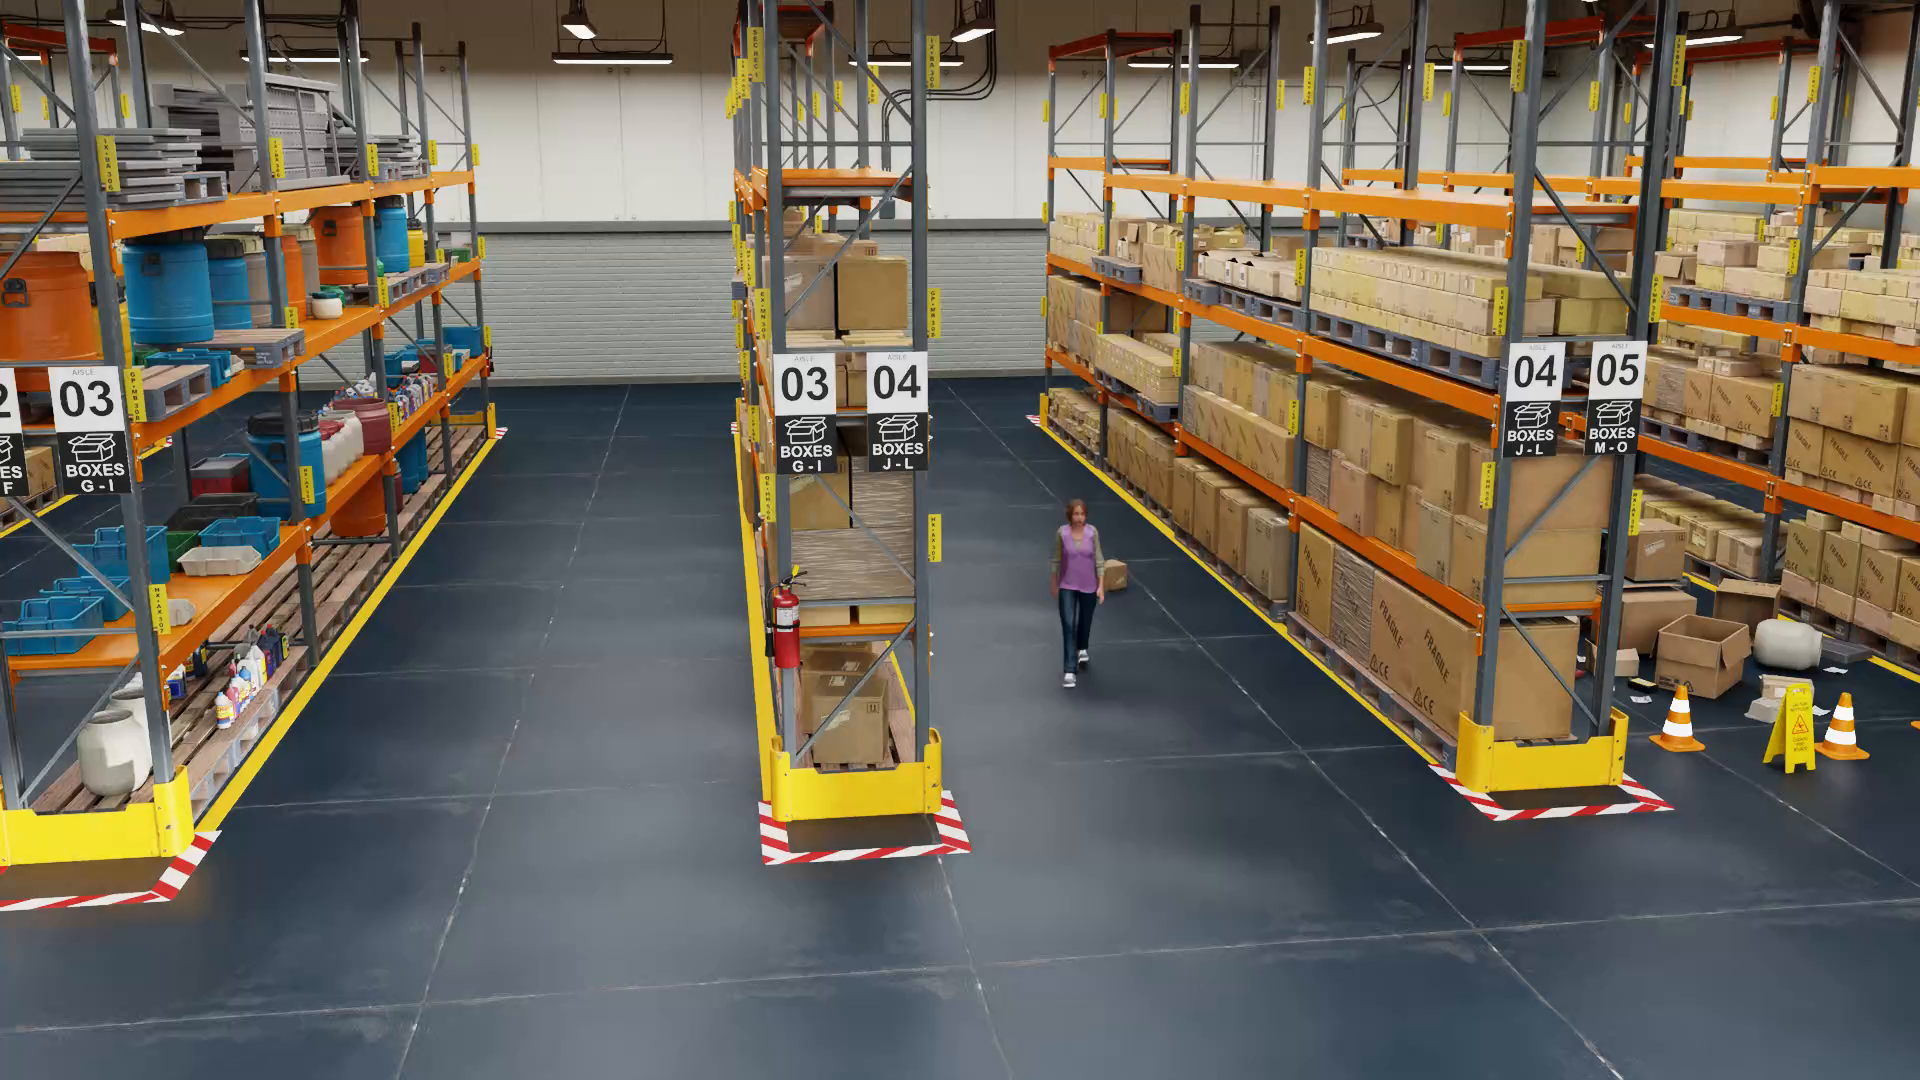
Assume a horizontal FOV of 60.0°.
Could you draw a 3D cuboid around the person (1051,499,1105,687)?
[{"bbox_3d":[1.017,0.406,14.276,0.449,1.545,0.922,0,13,-1],"label":"person"}]
